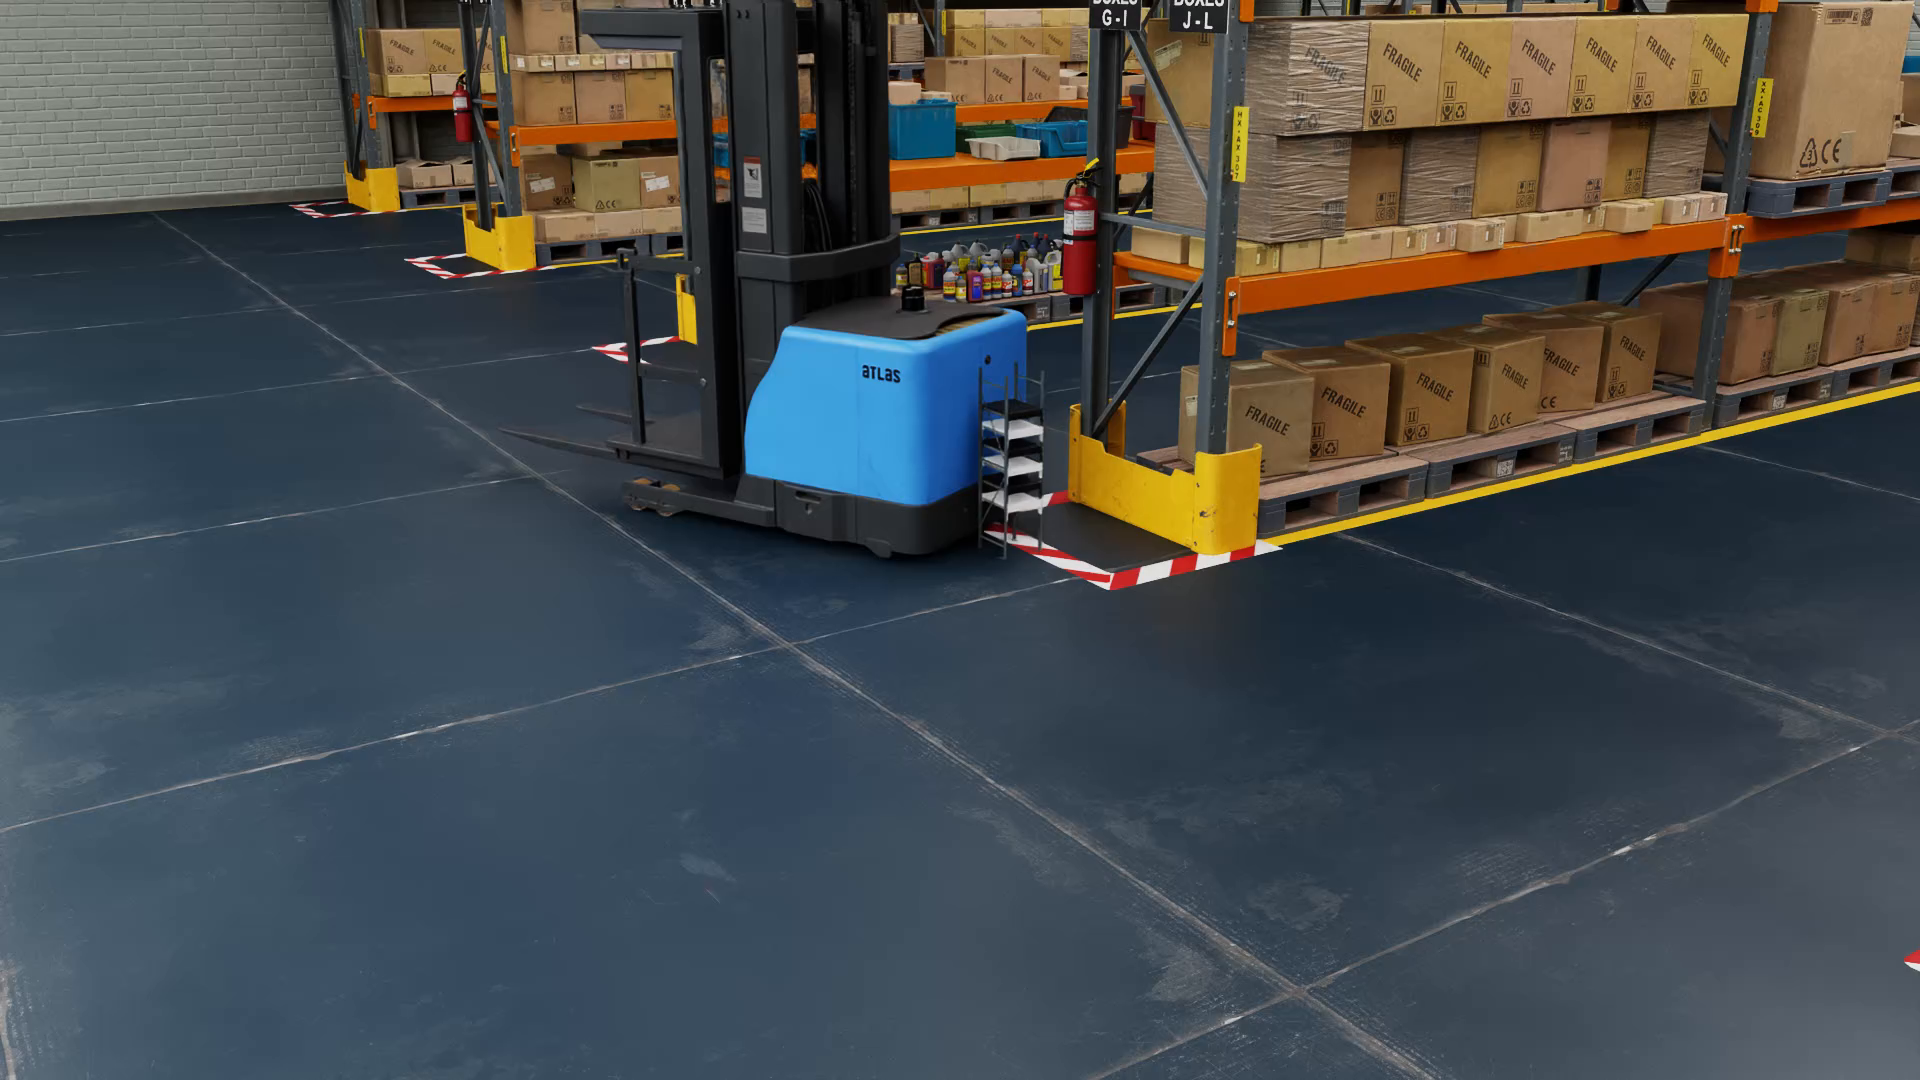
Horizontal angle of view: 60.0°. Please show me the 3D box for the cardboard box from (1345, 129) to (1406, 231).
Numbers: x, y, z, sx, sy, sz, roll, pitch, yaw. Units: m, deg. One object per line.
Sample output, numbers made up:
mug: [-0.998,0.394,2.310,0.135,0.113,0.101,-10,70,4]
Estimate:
cardboard box: [1.781,-1.910,8.590,0.500,0.500,0.875,-12,22,-31]

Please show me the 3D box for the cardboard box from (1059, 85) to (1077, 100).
cardboard box: [1.157,-5.213,19.372,0.250,0.149,0.380,-10,21,-27]

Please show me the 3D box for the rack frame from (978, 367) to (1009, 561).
rack frame: [0.156,-0.360,7.904,0.006,0.900,0.240,-12,22,-31]

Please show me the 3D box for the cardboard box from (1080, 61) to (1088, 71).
cardboard box: [1.810,-7.184,25.171,0.250,0.149,0.380,-12,22,-31]

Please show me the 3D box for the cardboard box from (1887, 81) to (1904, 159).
cardboard box: [5.692,-2.794,11.010,0.637,0.503,0.797,-9,21,-26]

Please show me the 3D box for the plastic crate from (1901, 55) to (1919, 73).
plastic crate: [11.417,-5.591,19.951,0.499,0.435,0.616,-12,22,-31]

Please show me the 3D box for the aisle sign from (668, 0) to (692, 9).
aisle sign: [-1.993,-4.135,11.733,0.004,0.787,0.394,-12,22,-31]

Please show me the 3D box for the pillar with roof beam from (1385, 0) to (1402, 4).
pillar with roof beam: [10.292,-10.702,25.851,0.400,9.000,9.100,-12,22,-31]

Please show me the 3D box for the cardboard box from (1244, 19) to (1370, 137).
cardboard box: [1.564,-2.198,7.880,0.500,0.500,0.500,-12,22,-31]

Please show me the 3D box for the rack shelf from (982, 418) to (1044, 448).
rack shelf: [0.242,-0.516,7.909,0.200,0.077,0.258,-12,22,-31]

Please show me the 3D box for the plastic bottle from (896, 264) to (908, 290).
plastic bottle: [-0.477,-2.160,13.633,0.097,0.201,0.097,0,19,0]

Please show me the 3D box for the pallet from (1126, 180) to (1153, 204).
pallet: [2.835,-4.372,20.847,1.213,0.211,1.003,-12,22,-31]

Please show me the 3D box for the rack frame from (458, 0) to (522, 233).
rack frame: [-4.490,-4.162,15.873,0.127,3.000,1.000,-12,22,-31]

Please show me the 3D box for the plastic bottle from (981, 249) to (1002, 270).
plastic bottle: [0.259,-2.285,13.886,0.135,0.276,0.152,-12,22,-31]

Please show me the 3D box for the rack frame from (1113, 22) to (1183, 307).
rack frame: [1.571,-3.541,14.036,0.127,3.000,1.000,-12,22,-31]

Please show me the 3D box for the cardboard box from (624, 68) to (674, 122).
cardboard box: [-3.240,-4.468,16.622,0.500,0.500,0.700,-12,22,-31]

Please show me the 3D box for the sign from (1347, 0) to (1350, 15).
sign: [6.432,-8.818,27.467,0.005,0.325,0.100,-12,22,-31]

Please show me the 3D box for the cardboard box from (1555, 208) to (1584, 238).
cardboard box: [3.206,-1.774,9.201,0.250,0.149,0.380,-12,22,-31]

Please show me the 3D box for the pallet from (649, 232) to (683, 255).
pallet: [-2.857,-3.201,17.383,1.213,0.211,1.003,-12,22,-31]

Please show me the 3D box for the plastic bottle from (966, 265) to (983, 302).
plastic bottle: [0.115,-2.029,13.118,0.133,0.283,0.061,-11,22,-31]

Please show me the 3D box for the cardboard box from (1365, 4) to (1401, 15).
cardboard box: [5.812,-6.955,22.417,0.500,0.500,0.500,-12,22,-31]

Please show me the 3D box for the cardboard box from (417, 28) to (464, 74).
cardboard box: [-6.236,-5.868,19.952,0.500,0.500,0.500,-12,22,-31]

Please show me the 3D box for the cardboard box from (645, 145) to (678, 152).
cardboard box: [-2.961,-3.856,17.433,0.500,0.500,0.500,-12,22,-31]

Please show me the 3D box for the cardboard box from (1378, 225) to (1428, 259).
cardboard box: [2.170,-1.550,8.538,0.250,0.149,0.380,-12,22,-31]

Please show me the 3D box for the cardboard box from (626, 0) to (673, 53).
cardboard box: [-3.193,-5.095,16.451,0.500,0.500,0.700,-12,22,-31]

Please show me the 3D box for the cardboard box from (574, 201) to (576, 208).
cardboard box: [-3.794,-3.323,17.029,0.500,0.250,0.500,-12,22,-31]

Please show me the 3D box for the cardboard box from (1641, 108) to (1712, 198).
cardboard box: [3.886,-2.342,9.868,0.500,0.500,0.875,-12,22,-31]

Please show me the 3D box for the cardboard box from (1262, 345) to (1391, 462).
cardboard box: [1.966,-0.747,9.017,0.500,0.500,0.500,-6,20,-17]

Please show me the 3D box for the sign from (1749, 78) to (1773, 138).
sign: [4.600,-2.483,9.553,0.005,0.325,0.100,-12,22,-31]

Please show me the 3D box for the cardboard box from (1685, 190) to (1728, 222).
cardboard box: [4.277,-1.981,9.813,0.250,0.149,0.380,-12,22,-31]

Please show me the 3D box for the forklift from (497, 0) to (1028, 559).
forklift: [-1.169,-1.638,8.515,3.031,2.935,1.130,12,22,31]

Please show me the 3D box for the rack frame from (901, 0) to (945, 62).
rack frame: [-0.537,-6.896,23.958,0.127,3.000,1.000,-12,22,-31]

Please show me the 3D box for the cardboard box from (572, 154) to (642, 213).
cardboard box: [-3.504,-3.537,16.491,0.500,0.500,0.500,-12,22,-31]

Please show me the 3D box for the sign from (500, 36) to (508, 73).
sign: [-4.190,-4.460,15.279,0.005,0.325,0.100,-12,22,-31]

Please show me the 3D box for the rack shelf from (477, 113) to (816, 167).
rack shelf: [-2.820,-4.174,17.030,4.000,0.370,1.077,-12,22,-31]

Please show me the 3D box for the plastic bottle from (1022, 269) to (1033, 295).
plastic bottle: [0.540,-2.087,13.417,0.097,0.201,0.097,0,19,0]

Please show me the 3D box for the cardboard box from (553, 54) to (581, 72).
cardboard box: [-3.825,-4.576,15.927,0.250,0.149,0.380,-13,22,-33]

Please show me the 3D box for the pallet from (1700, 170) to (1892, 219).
pallet: [5.014,-2.221,10.431,1.213,0.211,1.003,-12,22,-31]

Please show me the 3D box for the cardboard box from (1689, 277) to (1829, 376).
cardboard box: [5.229,-1.422,10.984,0.500,0.500,0.700,-12,22,-32]

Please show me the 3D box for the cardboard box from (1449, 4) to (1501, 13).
cardboard box: [6.940,-6.986,22.508,0.500,0.500,0.500,-13,22,-33]

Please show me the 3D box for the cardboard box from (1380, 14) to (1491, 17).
cardboard box: [2.534,-2.600,9.069,0.500,0.500,0.500,-12,22,-31]

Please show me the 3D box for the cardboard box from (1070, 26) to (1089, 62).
cardboard box: [1.712,-7.471,25.007,0.500,0.500,0.500,-12,22,-31]

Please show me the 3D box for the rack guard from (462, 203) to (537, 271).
rack guard: [-4.511,-2.974,16.261,0.348,0.500,1.175,-12,22,-31]

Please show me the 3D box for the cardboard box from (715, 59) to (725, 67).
cardboard box: [-2.541,-4.845,16.725,0.250,0.149,0.380,-11,22,-30]

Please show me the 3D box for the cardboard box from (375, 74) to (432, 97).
cardboard box: [-6.636,-5.426,19.814,0.500,0.250,0.500,-13,22,-33]

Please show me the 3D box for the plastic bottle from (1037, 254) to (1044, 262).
plastic bottle: [0.684,-2.205,13.636,0.133,0.283,0.061,-12,22,-31]

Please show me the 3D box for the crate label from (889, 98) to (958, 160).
crate label: [-0.381,-3.250,13.119,0.616,0.435,0.502,-12,22,-31]

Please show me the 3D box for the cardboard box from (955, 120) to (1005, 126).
cardboard box: [0.150,-6.171,24.515,0.750,0.750,0.750,-12,22,-32]

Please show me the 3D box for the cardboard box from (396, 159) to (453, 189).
cardboard box: [-6.591,-4.519,20.440,0.500,0.311,0.500,-15,24,-37]

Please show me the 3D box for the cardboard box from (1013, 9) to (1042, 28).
cardboard box: [0.848,-7.644,24.348,0.500,0.250,0.500,-12,22,-31]

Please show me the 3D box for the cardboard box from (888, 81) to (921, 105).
cardboard box: [-0.763,-4.894,18.272,0.500,0.250,0.500,-10,21,-28]

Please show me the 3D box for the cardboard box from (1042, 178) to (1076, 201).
cardboard box: [1.035,-4.130,19.416,0.500,0.250,0.500,-11,22,-30]

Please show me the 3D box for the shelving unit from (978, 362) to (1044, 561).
shelving unit: [0.242,-0.378,7.956,0.210,0.900,0.258,-12,22,-31]

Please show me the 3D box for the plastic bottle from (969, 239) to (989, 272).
plastic bottle: [0.156,-2.355,13.978,0.185,0.351,0.144,-12,22,-32]

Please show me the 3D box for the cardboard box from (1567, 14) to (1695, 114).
cardboard box: [3.654,-2.637,9.180,0.500,0.500,0.500,-12,22,-31]

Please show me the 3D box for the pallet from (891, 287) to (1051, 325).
pallet: [-0.032,-1.897,13.526,1.213,0.211,1.003,-12,22,-31]
